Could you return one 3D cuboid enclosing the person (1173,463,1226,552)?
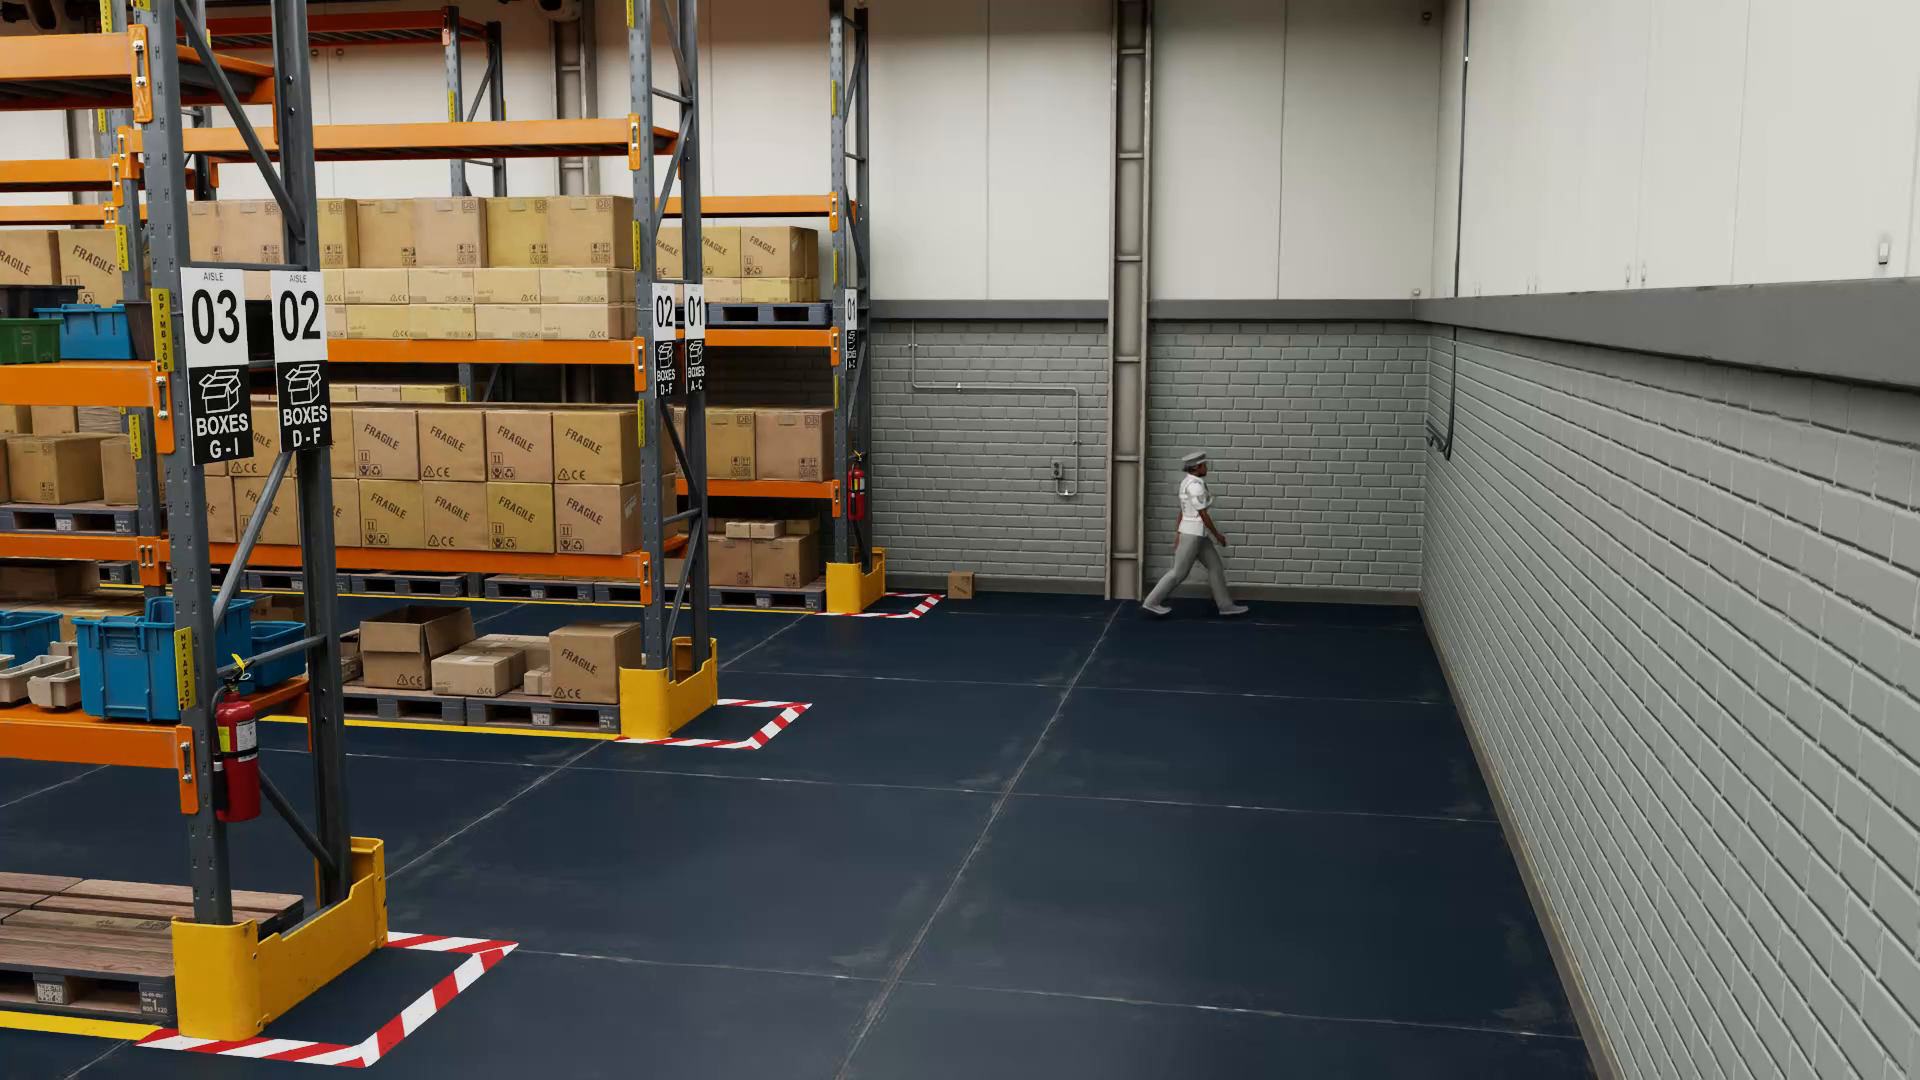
[{"bbox_3d":[2.333,-0.350,16.138,0.512,0.987,0.429,1,8,7],"label":"person"}]
